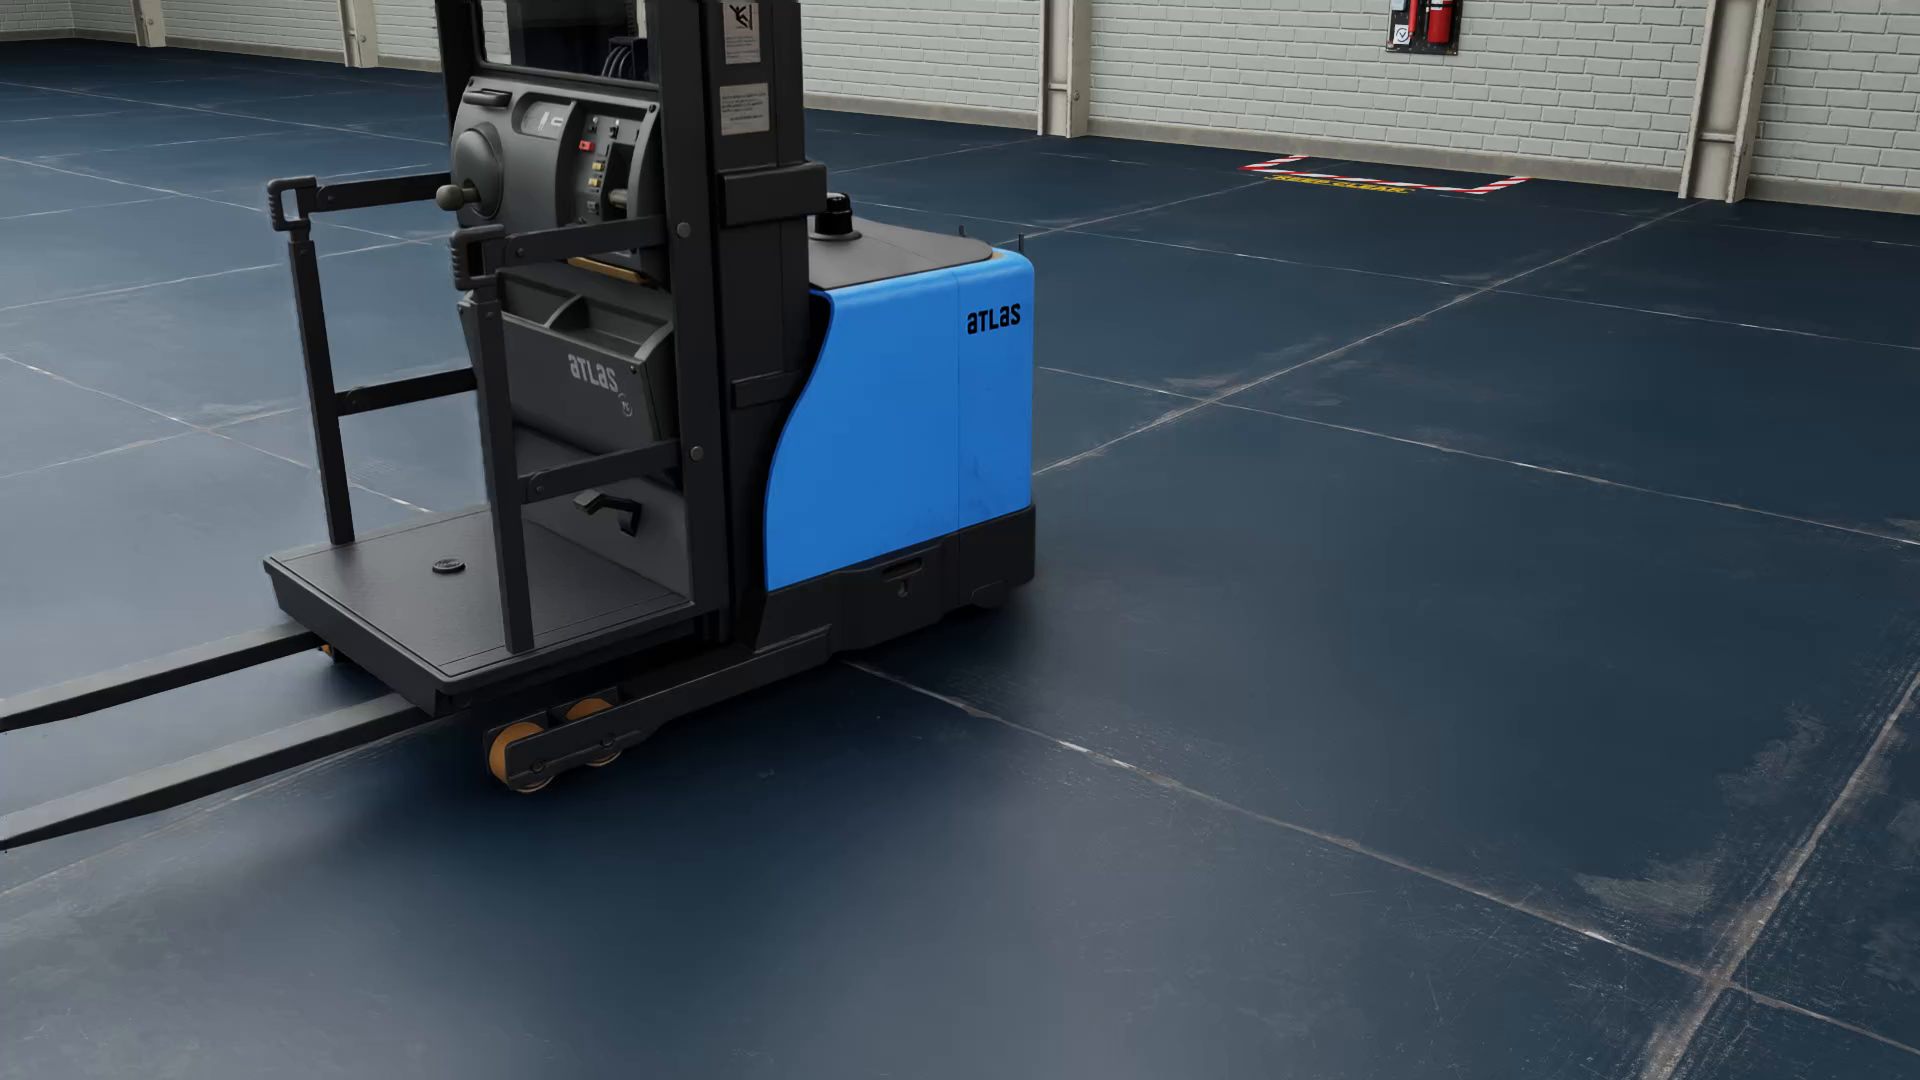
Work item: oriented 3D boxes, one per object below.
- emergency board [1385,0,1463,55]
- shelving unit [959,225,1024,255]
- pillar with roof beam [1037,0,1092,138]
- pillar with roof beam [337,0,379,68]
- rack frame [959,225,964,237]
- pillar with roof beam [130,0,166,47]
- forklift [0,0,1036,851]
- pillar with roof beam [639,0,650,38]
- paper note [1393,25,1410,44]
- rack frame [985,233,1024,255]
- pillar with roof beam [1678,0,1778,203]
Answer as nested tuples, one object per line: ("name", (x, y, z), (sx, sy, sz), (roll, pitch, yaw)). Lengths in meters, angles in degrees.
("emergency board", (3.751, -4.535, 13.443), (0.643, 1.169, 0.194), (16, 26, 36))
("shelving unit", (0.041, -0.479, 5.451), (0.252, 1.050, 0.215), (16, 26, 36))
("pillar with roof beam", (-1.729, -6.942, 11.324), (0.400, 9.000, 9.100), (16, 26, 36))
("pillar with roof beam", (-11.026, -9.619, 18.423), (0.400, 9.000, 9.100), (16, 26, 36))
("rack frame", (-0.053, -0.507, 5.523), (0.008, 1.050, 0.200), (16, 26, 36))
("pillar with roof beam", (-15.674, -10.958, 21.973), (0.400, 9.000, 9.100), (16, 26, 36))
("forklift", (-1.190, -0.965, 4.073), (3.031, 2.935, 1.130), (-18, 27, -40))
("pillar with roof beam", (-6.377, -8.281, 14.873), (0.400, 9.000, 9.100), (16, 26, 36))
("paper note", (3.658, -4.181, 13.753), (0.142, 0.148, 0.016), (16, 26, 36))
("rack frame", (0.136, -0.452, 5.379), (0.008, 1.050, 0.200), (16, 26, 36))
("pillar with roof beam", (2.919, -5.603, 7.774), (0.400, 9.000, 9.100), (16, 26, 36))
